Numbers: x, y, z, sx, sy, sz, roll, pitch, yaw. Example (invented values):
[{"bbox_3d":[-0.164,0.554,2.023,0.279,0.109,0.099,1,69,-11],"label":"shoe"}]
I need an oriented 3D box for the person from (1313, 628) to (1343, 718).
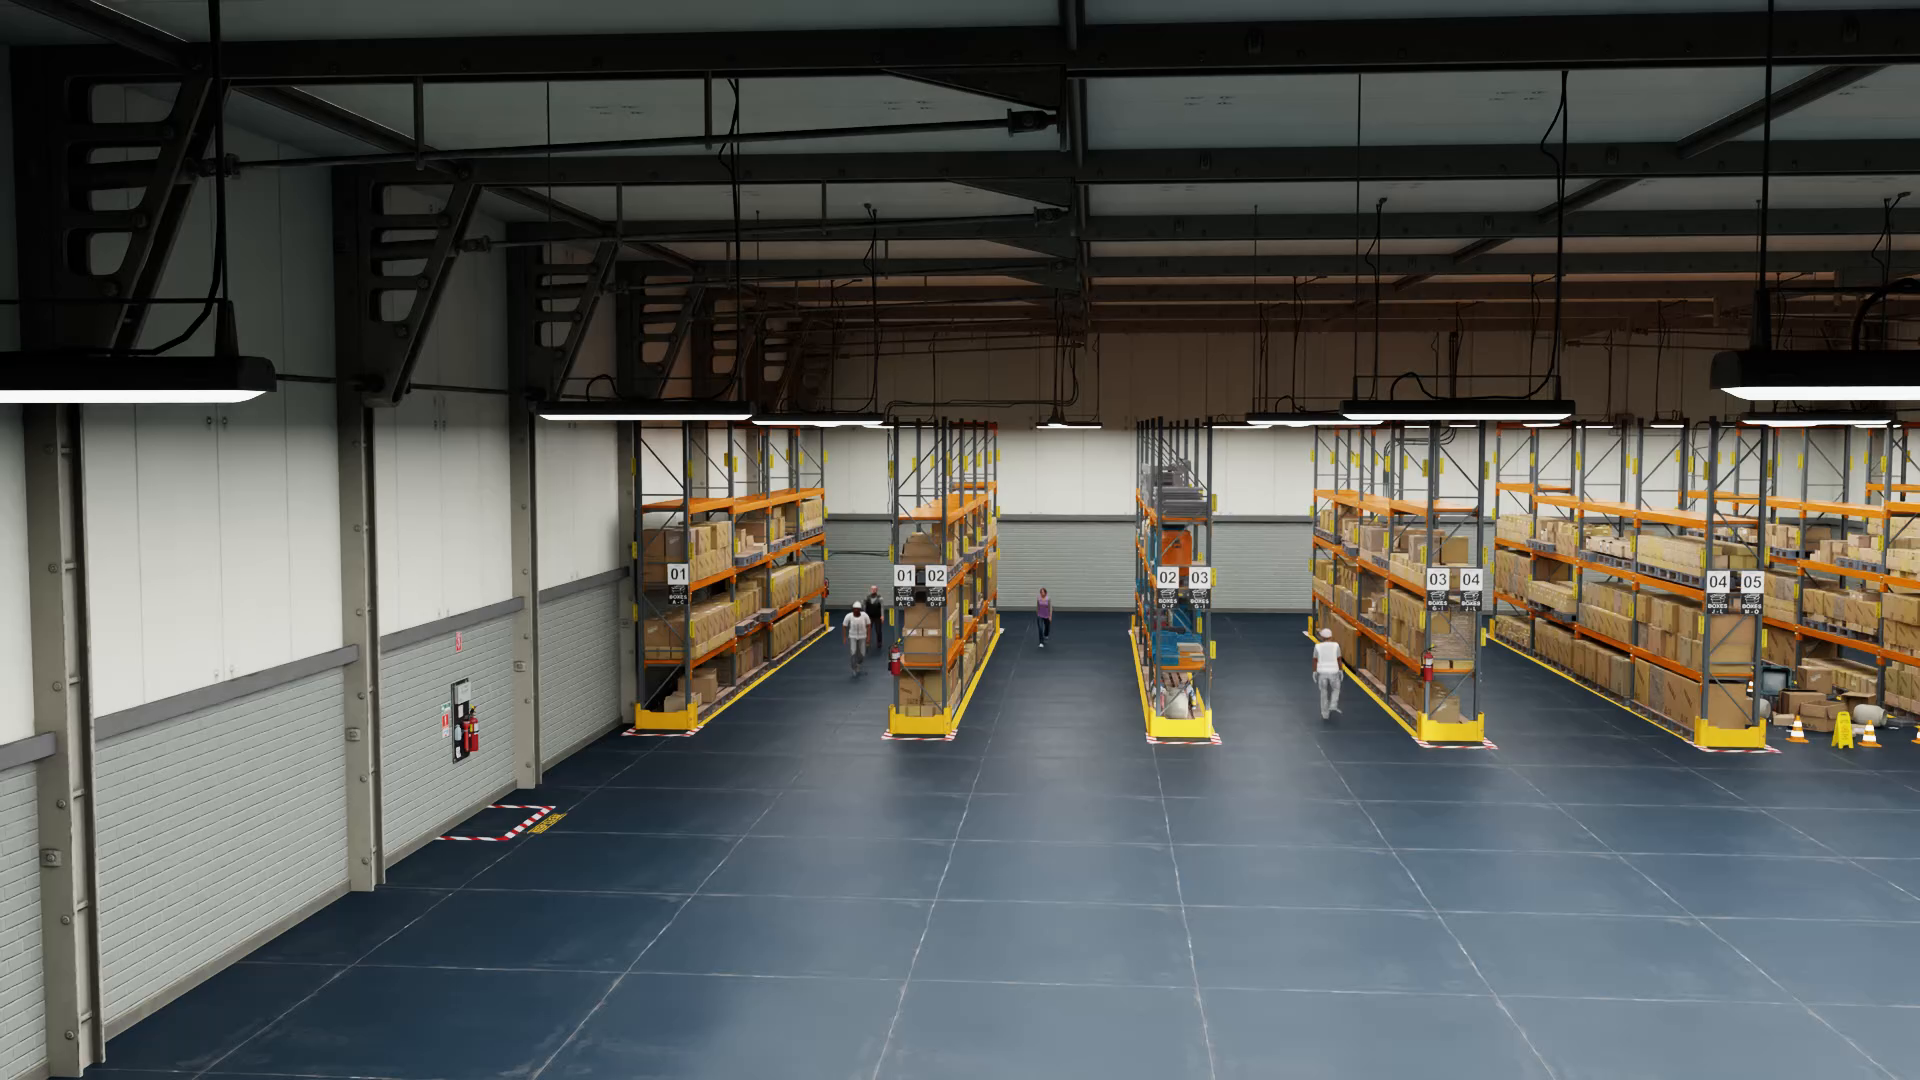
[{"bbox_3d":[7.342,2.661,33.200,0.600,1.775,0.490,1,4,15],"label":"person"}]

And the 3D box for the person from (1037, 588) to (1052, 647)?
[{"bbox_3d":[2.245,2.041,44.222,0.418,1.563,0.768,0,4,2],"label":"person"}]

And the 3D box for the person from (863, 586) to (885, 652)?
[{"bbox_3d":[-2.251,2.040,43.247,0.626,1.677,1.004,1,4,13],"label":"person"}]

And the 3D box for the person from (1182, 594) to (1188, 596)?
[{"bbox_3d":[6.554,1.599,49.508,0.635,1.763,0.627,2,4,26],"label":"person"}]

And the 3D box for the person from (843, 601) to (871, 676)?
[{"bbox_3d":[-2.431,2.305,39.140,0.672,1.743,0.623,-1,4,-9],"label":"person"}]
